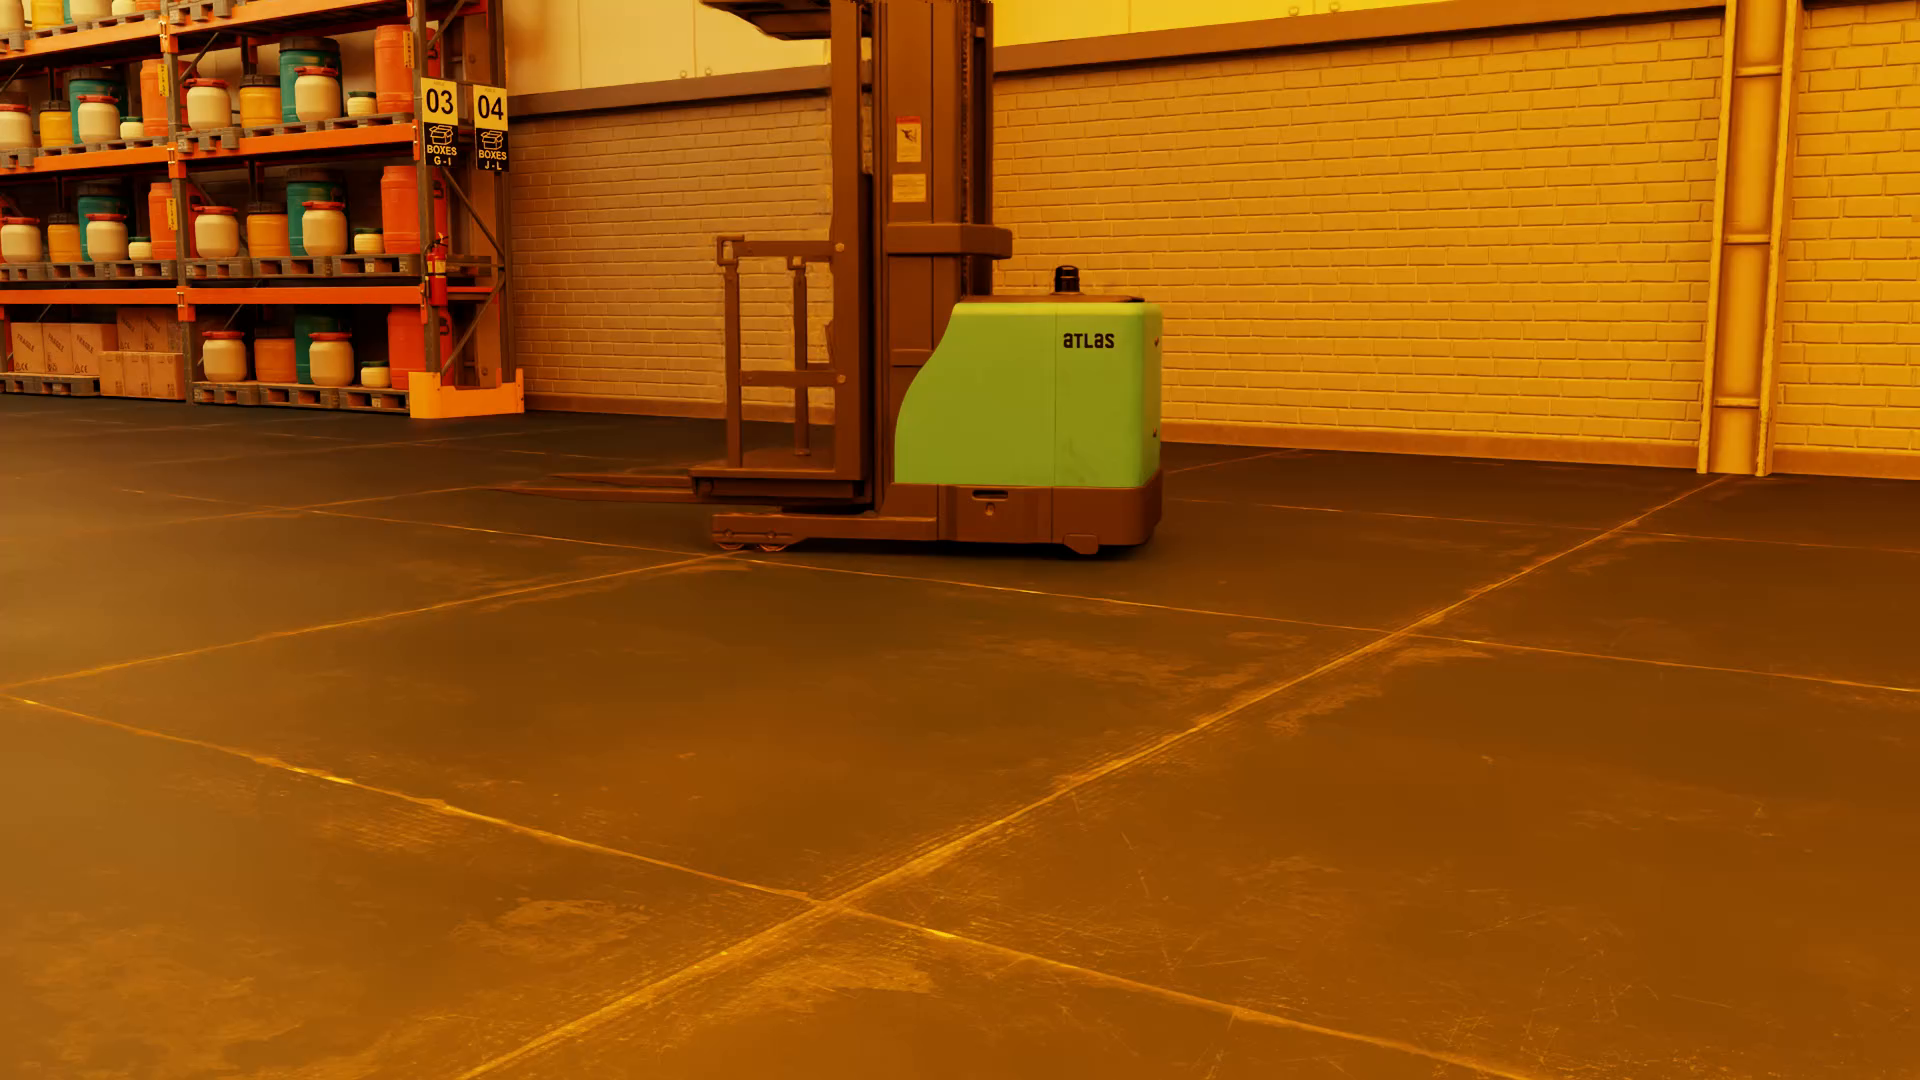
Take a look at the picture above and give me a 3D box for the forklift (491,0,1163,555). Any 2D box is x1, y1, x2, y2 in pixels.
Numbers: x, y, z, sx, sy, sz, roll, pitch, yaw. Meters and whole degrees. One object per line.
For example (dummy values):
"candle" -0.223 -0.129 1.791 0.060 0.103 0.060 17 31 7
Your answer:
"forklift" -0.620 -1.469 7.525 3.031 2.935 1.130 2 8 12
